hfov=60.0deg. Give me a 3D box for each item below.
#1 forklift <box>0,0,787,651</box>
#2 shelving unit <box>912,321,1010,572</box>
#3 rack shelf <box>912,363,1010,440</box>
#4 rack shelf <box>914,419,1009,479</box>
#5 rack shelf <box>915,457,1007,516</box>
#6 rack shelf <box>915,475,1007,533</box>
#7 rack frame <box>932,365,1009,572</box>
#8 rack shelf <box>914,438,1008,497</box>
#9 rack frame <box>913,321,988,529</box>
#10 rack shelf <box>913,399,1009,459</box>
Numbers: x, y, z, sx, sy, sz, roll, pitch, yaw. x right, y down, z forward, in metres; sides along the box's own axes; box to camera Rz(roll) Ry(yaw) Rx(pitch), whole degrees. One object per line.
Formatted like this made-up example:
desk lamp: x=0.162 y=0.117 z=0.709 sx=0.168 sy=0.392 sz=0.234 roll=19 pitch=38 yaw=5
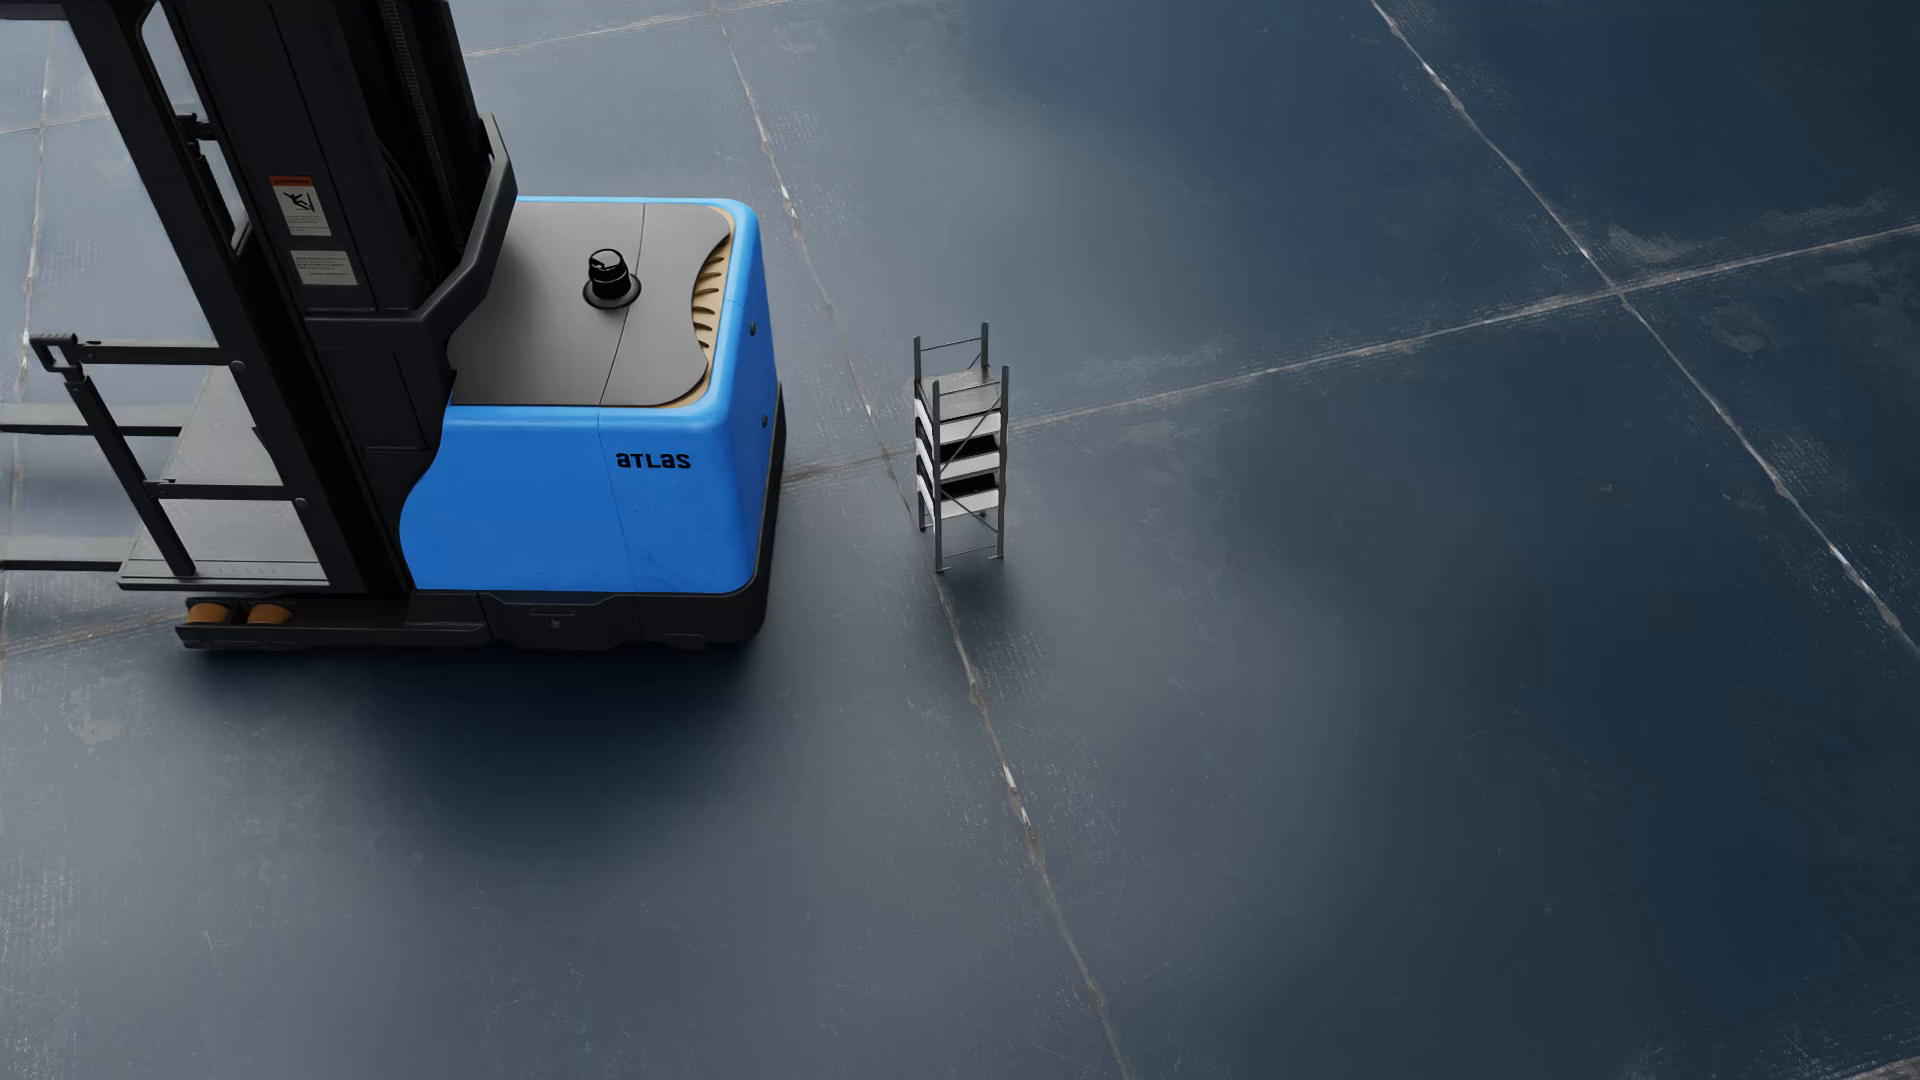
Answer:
forklift: x=-2.146 y=-0.988 z=4.666 sx=3.031 sy=2.935 sz=1.130 roll=1 pitch=50 yaw=1
shelving unit: x=0.002 y=-0.284 z=5.401 sx=0.258 sy=0.900 sz=0.210 roll=-13 pitch=51 yaw=-11
rack shelf: x=0.002 y=-0.437 z=5.220 sx=0.258 sy=0.077 sz=0.200 roll=-13 pitch=51 yaw=-11
rack shelf: x=0.002 y=-0.321 z=5.358 sx=0.258 sy=0.077 sz=0.200 roll=-13 pitch=51 yaw=-11
rack shelf: x=0.002 y=-0.205 z=5.495 sx=0.258 sy=0.077 sz=0.200 roll=-13 pitch=51 yaw=-11
rack shelf: x=0.002 y=-0.147 z=5.564 sx=0.258 sy=0.077 sz=0.200 roll=-13 pitch=51 yaw=-11
rack frame: x=0.032 y=-0.210 z=5.338 sx=0.240 sy=0.900 sz=0.006 roll=-13 pitch=51 yaw=-11
rack shelf: x=0.002 y=-0.263 z=5.426 sx=0.258 sy=0.077 sz=0.200 roll=-13 pitch=51 yaw=-11
rack frame: x=-0.028 y=-0.358 z=5.464 sx=0.240 sy=0.900 sz=0.006 roll=-13 pitch=51 yaw=-11
rack shelf: x=0.002 y=-0.379 z=5.289 sx=0.258 sy=0.077 sz=0.200 roll=-13 pitch=51 yaw=-11
